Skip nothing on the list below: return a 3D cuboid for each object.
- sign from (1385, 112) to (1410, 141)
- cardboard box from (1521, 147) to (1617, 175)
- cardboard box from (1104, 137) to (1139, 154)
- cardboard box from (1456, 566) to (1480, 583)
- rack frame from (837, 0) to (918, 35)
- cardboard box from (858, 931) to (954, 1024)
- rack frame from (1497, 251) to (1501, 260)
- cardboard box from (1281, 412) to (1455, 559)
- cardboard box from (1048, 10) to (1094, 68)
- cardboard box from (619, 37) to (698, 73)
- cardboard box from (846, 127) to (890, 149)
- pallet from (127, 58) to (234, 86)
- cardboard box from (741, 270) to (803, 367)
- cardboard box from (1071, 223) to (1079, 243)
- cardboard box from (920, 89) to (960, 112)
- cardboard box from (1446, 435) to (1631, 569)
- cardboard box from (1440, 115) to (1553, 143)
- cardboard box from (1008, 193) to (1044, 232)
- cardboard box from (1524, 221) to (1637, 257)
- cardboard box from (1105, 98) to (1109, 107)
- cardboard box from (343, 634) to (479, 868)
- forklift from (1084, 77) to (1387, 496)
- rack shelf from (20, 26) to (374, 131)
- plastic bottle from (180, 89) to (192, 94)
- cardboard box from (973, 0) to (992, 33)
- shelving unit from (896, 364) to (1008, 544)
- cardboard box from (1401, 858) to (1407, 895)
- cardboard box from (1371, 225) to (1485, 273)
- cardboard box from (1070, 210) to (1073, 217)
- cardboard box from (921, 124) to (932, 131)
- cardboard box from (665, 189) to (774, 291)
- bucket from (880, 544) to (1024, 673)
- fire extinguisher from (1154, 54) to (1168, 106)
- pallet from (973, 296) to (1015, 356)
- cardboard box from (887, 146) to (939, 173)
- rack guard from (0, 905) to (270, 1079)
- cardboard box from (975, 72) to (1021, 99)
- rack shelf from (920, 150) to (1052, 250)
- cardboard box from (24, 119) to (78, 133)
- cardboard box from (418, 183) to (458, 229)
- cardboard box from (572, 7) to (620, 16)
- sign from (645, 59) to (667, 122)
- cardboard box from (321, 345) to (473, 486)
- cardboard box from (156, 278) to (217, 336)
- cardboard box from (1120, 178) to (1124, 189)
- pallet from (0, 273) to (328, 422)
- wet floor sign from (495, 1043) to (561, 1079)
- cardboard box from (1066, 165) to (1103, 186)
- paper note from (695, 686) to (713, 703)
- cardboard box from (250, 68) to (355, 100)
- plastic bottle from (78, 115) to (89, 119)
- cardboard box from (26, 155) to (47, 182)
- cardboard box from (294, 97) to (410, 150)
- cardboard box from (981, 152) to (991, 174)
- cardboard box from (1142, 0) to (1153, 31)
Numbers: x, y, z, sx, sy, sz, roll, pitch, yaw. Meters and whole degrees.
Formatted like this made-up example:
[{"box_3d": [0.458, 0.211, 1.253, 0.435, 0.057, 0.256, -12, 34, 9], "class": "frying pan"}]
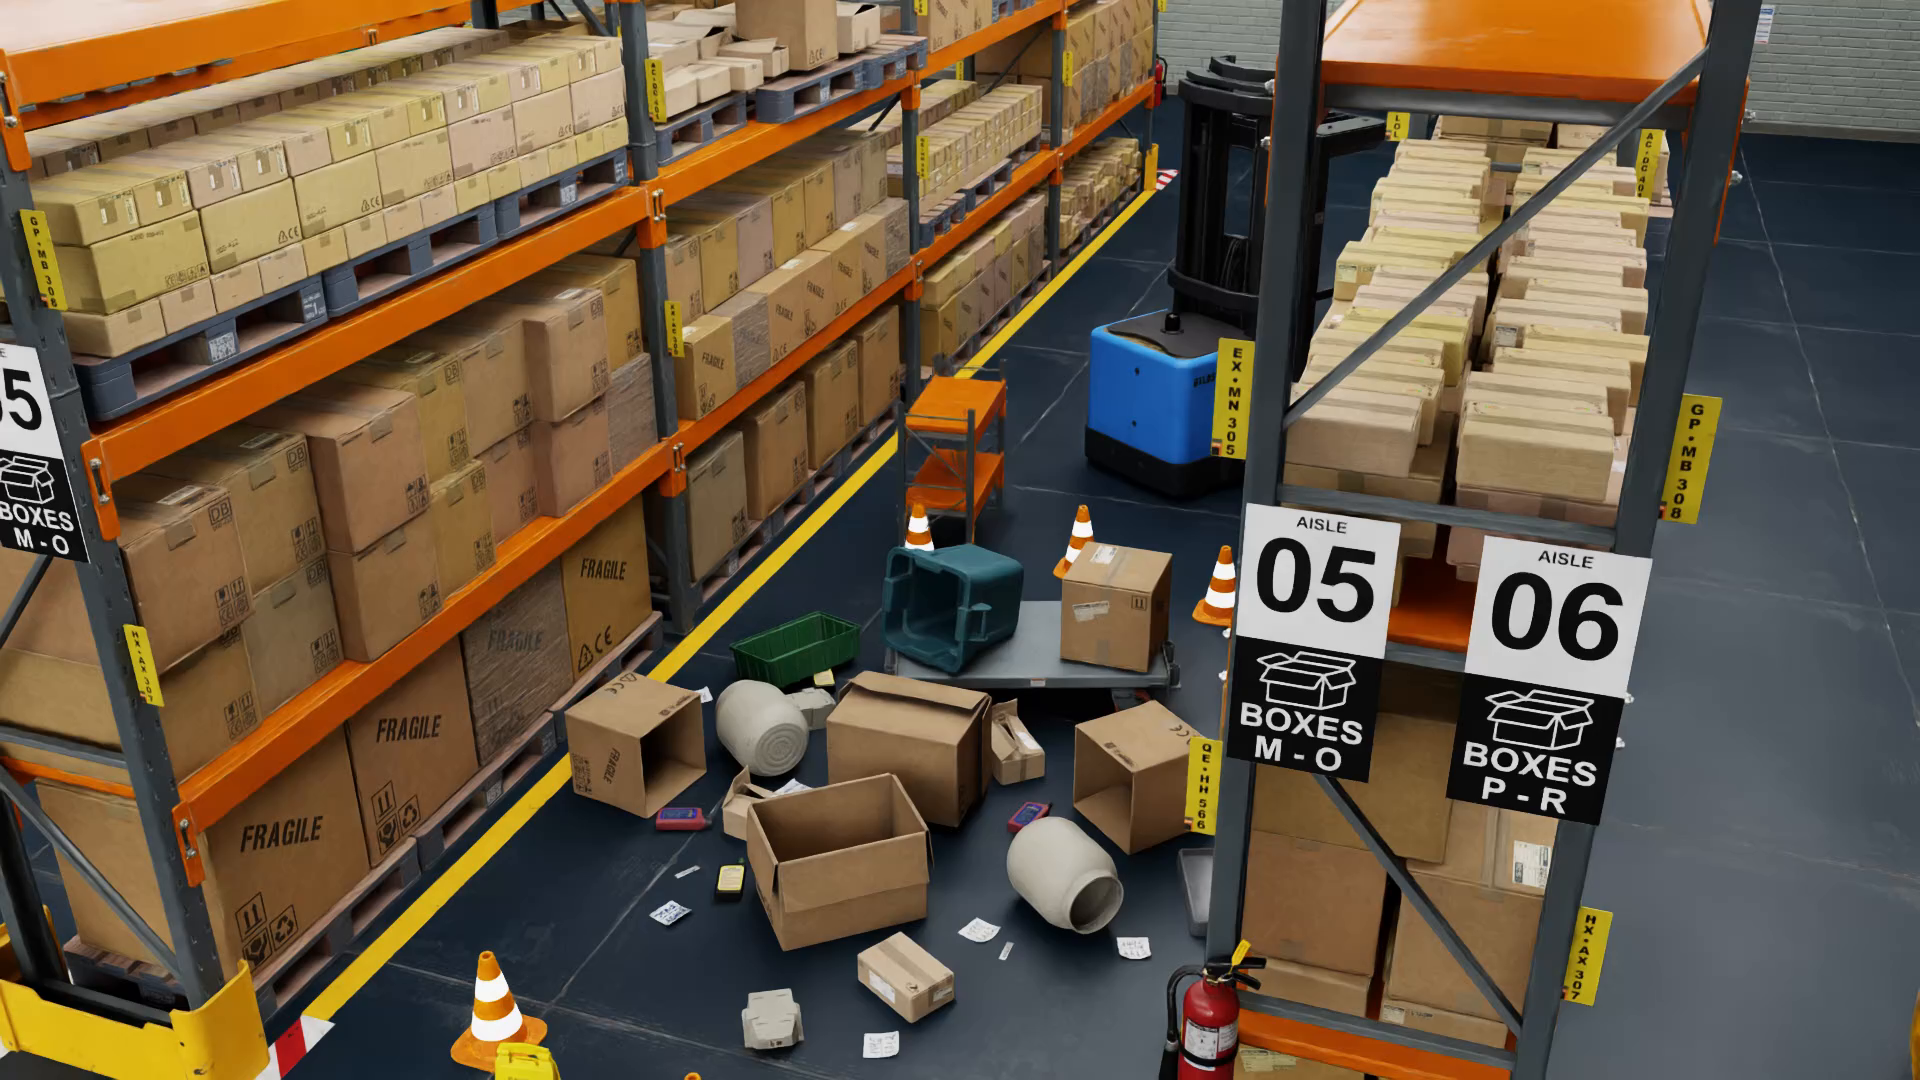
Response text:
[{"box_3d": [2.036, -2.011, 7.697, 0.100, 0.325, 0.005, 9, 27, 17], "class": "sign"}, {"box_3d": [2.661, -1.606, 7.279, 0.380, 0.149, 0.250, 9, 27, 19], "class": "cardboard box"}, {"box_3d": [1.915, -4.699, 19.843, 0.380, 0.149, 0.250, 9, 27, 18], "class": "cardboard box"}, {"box_3d": [1.649, 0.025, 4.826, 0.380, 0.149, 0.250, 8, 27, 16], "class": "cardboard box"}, {"box_3d": [-0.810, -5.192, 11.871, 1.000, 3.000, 0.127, 9, 27, 17], "class": "rack frame"}, {"box_3d": [-0.239, 1.924, 7.329, 0.250, 0.149, 0.380, -20, 33, -36], "class": "cardboard box"}, {"box_3d": [2.561, -0.172, 8.386, 1.000, 3.000, 0.127, 9, 27, 17], "class": "rack frame"}, {"box_3d": [1.146, -0.194, 4.820, 0.500, 0.250, 0.500, 8, 27, 17], "class": "cardboard box"}, {"box_3d": [1.060, -5.130, 17.023, 0.500, 0.500, 0.500, 8, 27, 16], "class": "cardboard box"}, {"box_3d": [-1.937, -2.904, 10.163, 0.500, 0.250, 0.500, 9, 27, 17], "class": "cardboard box"}, {"box_3d": [-0.821, -3.424, 14.227, 0.380, 0.149, 0.250, 10, 27, 19], "class": "cardboard box"}, {"box_3d": [-6.136, -3.539, 12.115, 1.213, 0.211, 1.003, 9, 27, 17], "class": "pallet"}, {"box_3d": [-1.376, -1.483, 10.979, 0.500, 0.500, 0.500, 9, 27, 17], "class": "cardboard box"}, {"box_3d": [1.034, -3.254, 17.541, 0.380, 0.149, 0.250, 10, 27, 19], "class": "cardboard box"}, {"box_3d": [-0.218, -4.164, 15.755, 0.380, 0.149, 0.250, 9, 27, 18], "class": "cardboard box"}, {"box_3d": [1.648, -0.112, 4.652, 0.500, 0.250, 0.500, 8, 27, 17], "class": "cardboard box"}, {"box_3d": [2.634, -2.125, 8.095, 0.500, 0.250, 0.500, 9, 27, 19], "class": "cardboard box"}, {"box_3d": [0.512, -3.194, 16.155, 0.500, 0.250, 0.500, 8, 27, 16], "class": "cardboard box"}, {"box_3d": [2.293, -1.063, 6.158, 0.380, 0.149, 0.250, 9, 27, 18], "class": "cardboard box"}, {"box_3d": [1.426, -4.863, 18.364, 0.380, 0.149, 0.250, 9, 27, 18], "class": "cardboard box"}, {"box_3d": [-3.018, 0.913, 8.102, 0.875, 0.875, 0.875, 8, 27, 17], "class": "cardboard box"}, {"box_3d": [2.421, -2.100, 12.548, 3.031, 2.843, 1.129, -19, 32, -34], "class": "forklift"}, {"box_3d": [-6.119, -3.457, 12.555, 1.077, 0.370, 4.000, 9, 27, 17], "class": "rack shelf"}, {"box_3d": [-8.790, -5.167, 18.760, 0.144, 0.351, 0.185, 9, 27, 17], "class": "plastic bottle"}, {"box_3d": [-0.047, -4.496, 13.760, 0.500, 0.500, 0.500, 9, 27, 17], "class": "cardboard box"}, {"box_3d": [-0.046, -0.548, 11.289, 0.538, 0.981, 1.030, 6, 25, 11], "class": "shelving unit"}, {"box_3d": [1.818, 0.925, 5.664, 0.500, 0.500, 0.500, 10, 27, 19], "class": "cardboard box"}, {"box_3d": [1.709, -1.035, 6.100, 0.380, 0.149, 0.250, 9, 27, 18], "class": "cardboard box"}, {"box_3d": [0.991, -3.500, 17.709, 0.380, 0.149, 0.250, 9, 27, 17], "class": "cardboard box"}, {"box_3d": [-0.475, -3.710, 15.160, 0.380, 0.149, 0.250, 8, 27, 17], "class": "cardboard box"}, {"box_3d": [-1.643, -1.967, 10.833, 0.700, 0.500, 0.500, 9, 27, 18], "class": "cardboard box"}, {"box_3d": [-0.012, 0.331, 9.359, 0.726, 0.611, 0.620, 20, 22, 35], "class": "bucket"}, {"box_3d": [2.372, -5.613, 20.142, 0.296, 0.674, 0.183, 9, 27, 17], "class": "fire extinguisher"}, {"box_3d": [-0.140, -2.057, 15.481, 1.003, 0.211, 1.213, 9, 27, 17], "class": "pallet"}, {"box_3d": [-0.386, -3.108, 13.575, 0.380, 0.149, 0.250, 8, 27, 16], "class": "cardboard box"}, {"box_3d": [-3.480, 1.931, 6.912, 1.175, 0.500, 0.348, 9, 27, 17], "class": "rack guard"}, {"box_3d": [0.416, -4.554, 16.982, 0.500, 0.500, 0.500, 9, 27, 18], "class": "cardboard box"}, {"box_3d": [-0.144, -3.110, 14.974, 0.919, 0.052, 3.809, 9, 27, 17], "class": "rack shelf"}, {"box_3d": [-6.388, -2.374, 11.765, 1.000, 1.000, 1.000, 9, 27, 18], "class": "cardboard box"}, {"box_3d": [-2.467, -1.496, 7.370, 0.380, 0.149, 0.250, 9, 27, 17], "class": "cardboard box"}, {"box_3d": [-4.051, -5.733, 18.843, 0.500, 0.500, 0.500, 9, 27, 18], "class": "cardboard box"}, {"box_3d": [-1.617, -2.387, 8.834, 0.100, 0.325, 0.005, 9, 27, 17], "class": "sign"}, {"box_3d": [-2.848, -0.591, 7.841, 0.875, 0.550, 0.500, 9, 27, 17], "class": "cardboard box"}, {"box_3d": [-2.971, -0.875, 6.087, 0.380, 0.149, 0.250, 9, 27, 18], "class": "cardboard box"}, {"box_3d": [1.715, -4.222, 19.542, 0.380, 0.149, 0.250, 9, 27, 17], "class": "cardboard box"}, {"box_3d": [-3.235, -0.821, 6.386, 1.003, 0.211, 1.213, 9, 27, 17], "class": "pallet"}, {"box_3d": [-1.614, 2.154, 6.283, 0.267, 0.644, 0.232, 4, 26, 8], "class": "wet floor sign"}, {"box_3d": [1.376, -4.059, 18.522, 0.380, 0.149, 0.250, 9, 27, 18], "class": "cardboard box"}, {"box_3d": [-1.510, 0.896, 9.588, 0.147, 0.020, 0.142, -9, 27, -18], "class": "paper note"}, {"box_3d": [-3.005, -2.054, 7.609, 0.380, 0.149, 0.250, 9, 27, 17], "class": "cardboard box"}, {"box_3d": [-9.248, -4.518, 17.496, 0.061, 0.283, 0.133, 9, 27, 17], "class": "plastic bottle"}, {"box_3d": [-3.595, -1.324, 6.101, 0.380, 0.149, 0.250, 9, 27, 18], "class": "cardboard box"}, {"box_3d": [-2.552, -1.753, 6.986, 0.380, 0.149, 0.250, 9, 27, 18], "class": "cardboard box"}, {"box_3d": [0.057, -3.374, 14.807, 0.380, 0.149, 0.250, 8, 27, 16], "class": "cardboard box"}, {"box_3d": [1.935, -6.184, 19.201, 0.500, 0.500, 0.500, 8, 27, 16], "class": "cardboard box"}]
